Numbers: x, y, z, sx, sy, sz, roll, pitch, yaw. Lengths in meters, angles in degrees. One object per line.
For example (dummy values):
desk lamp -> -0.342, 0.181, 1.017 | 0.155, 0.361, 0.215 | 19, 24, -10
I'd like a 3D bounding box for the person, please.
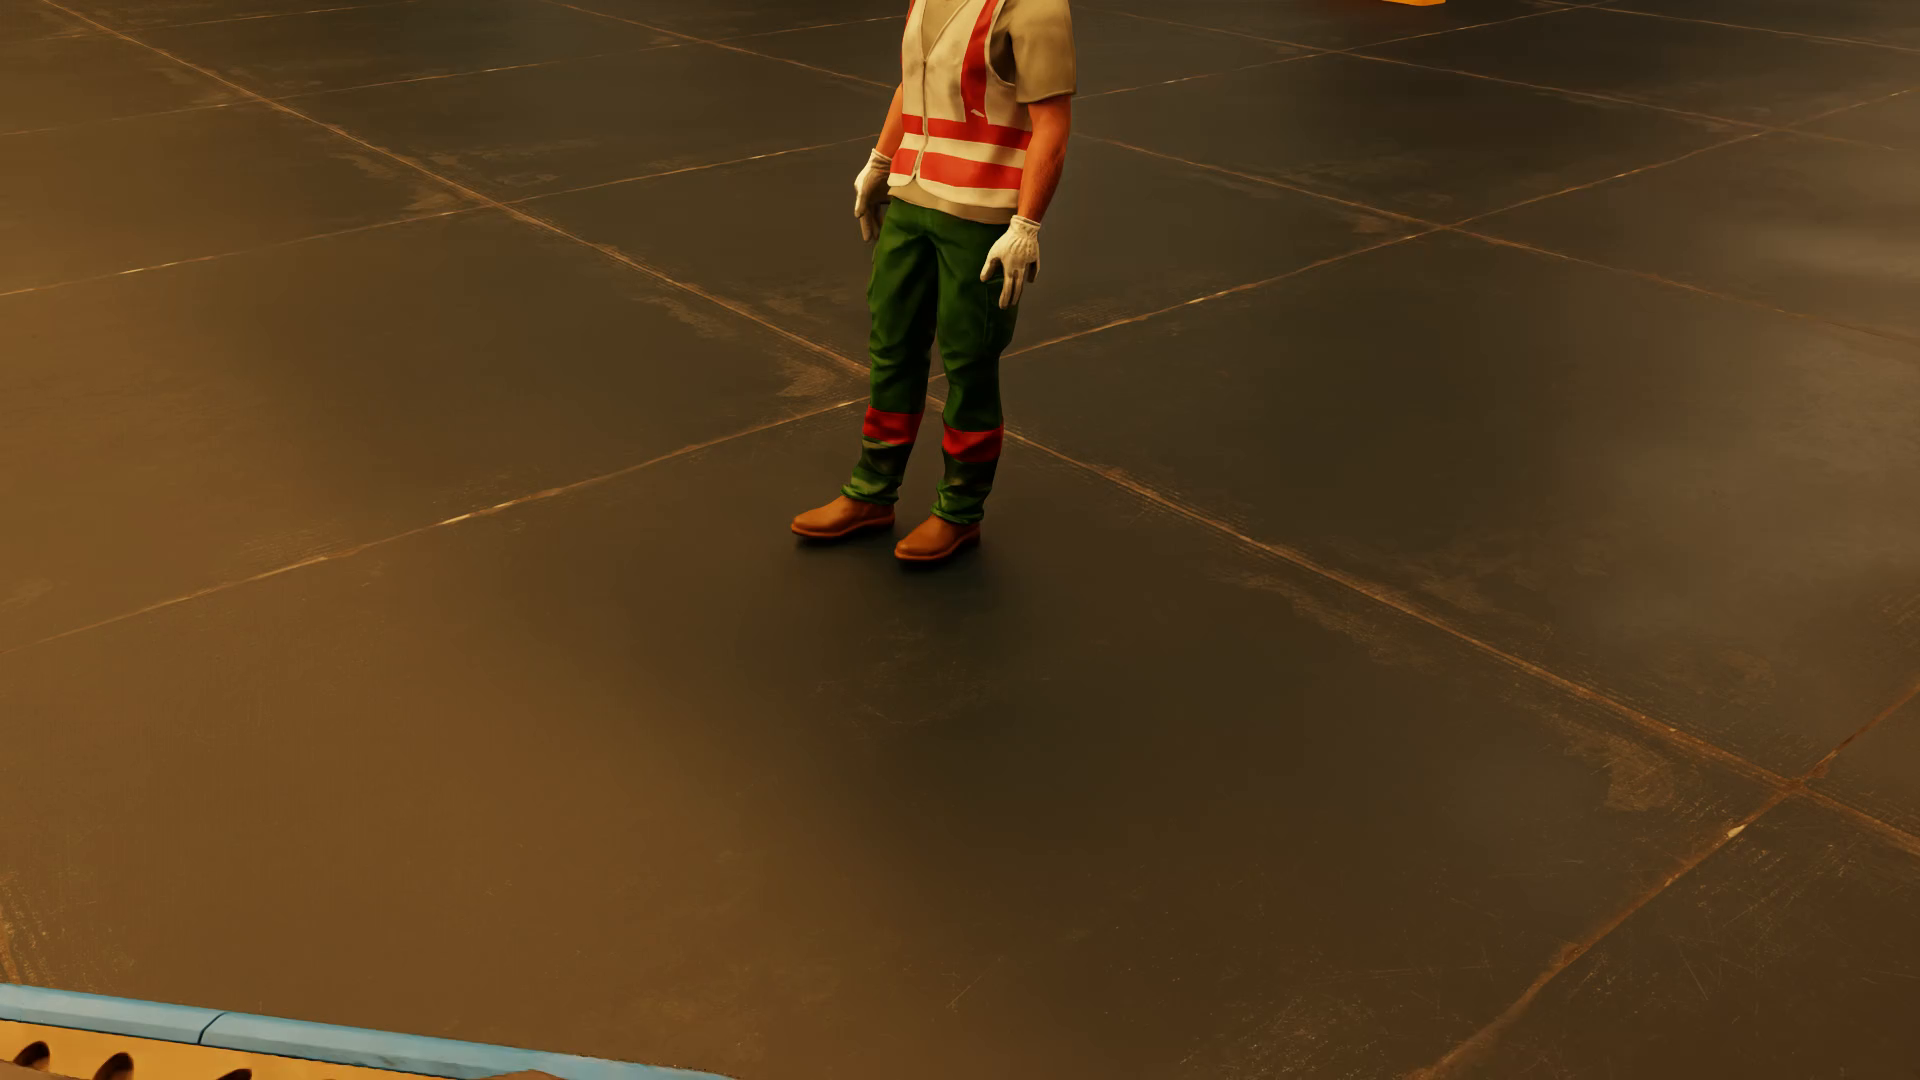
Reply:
person -> -0.069, -0.788, 4.064 | 0.564, 1.782, 0.637 | -20, 33, -35
